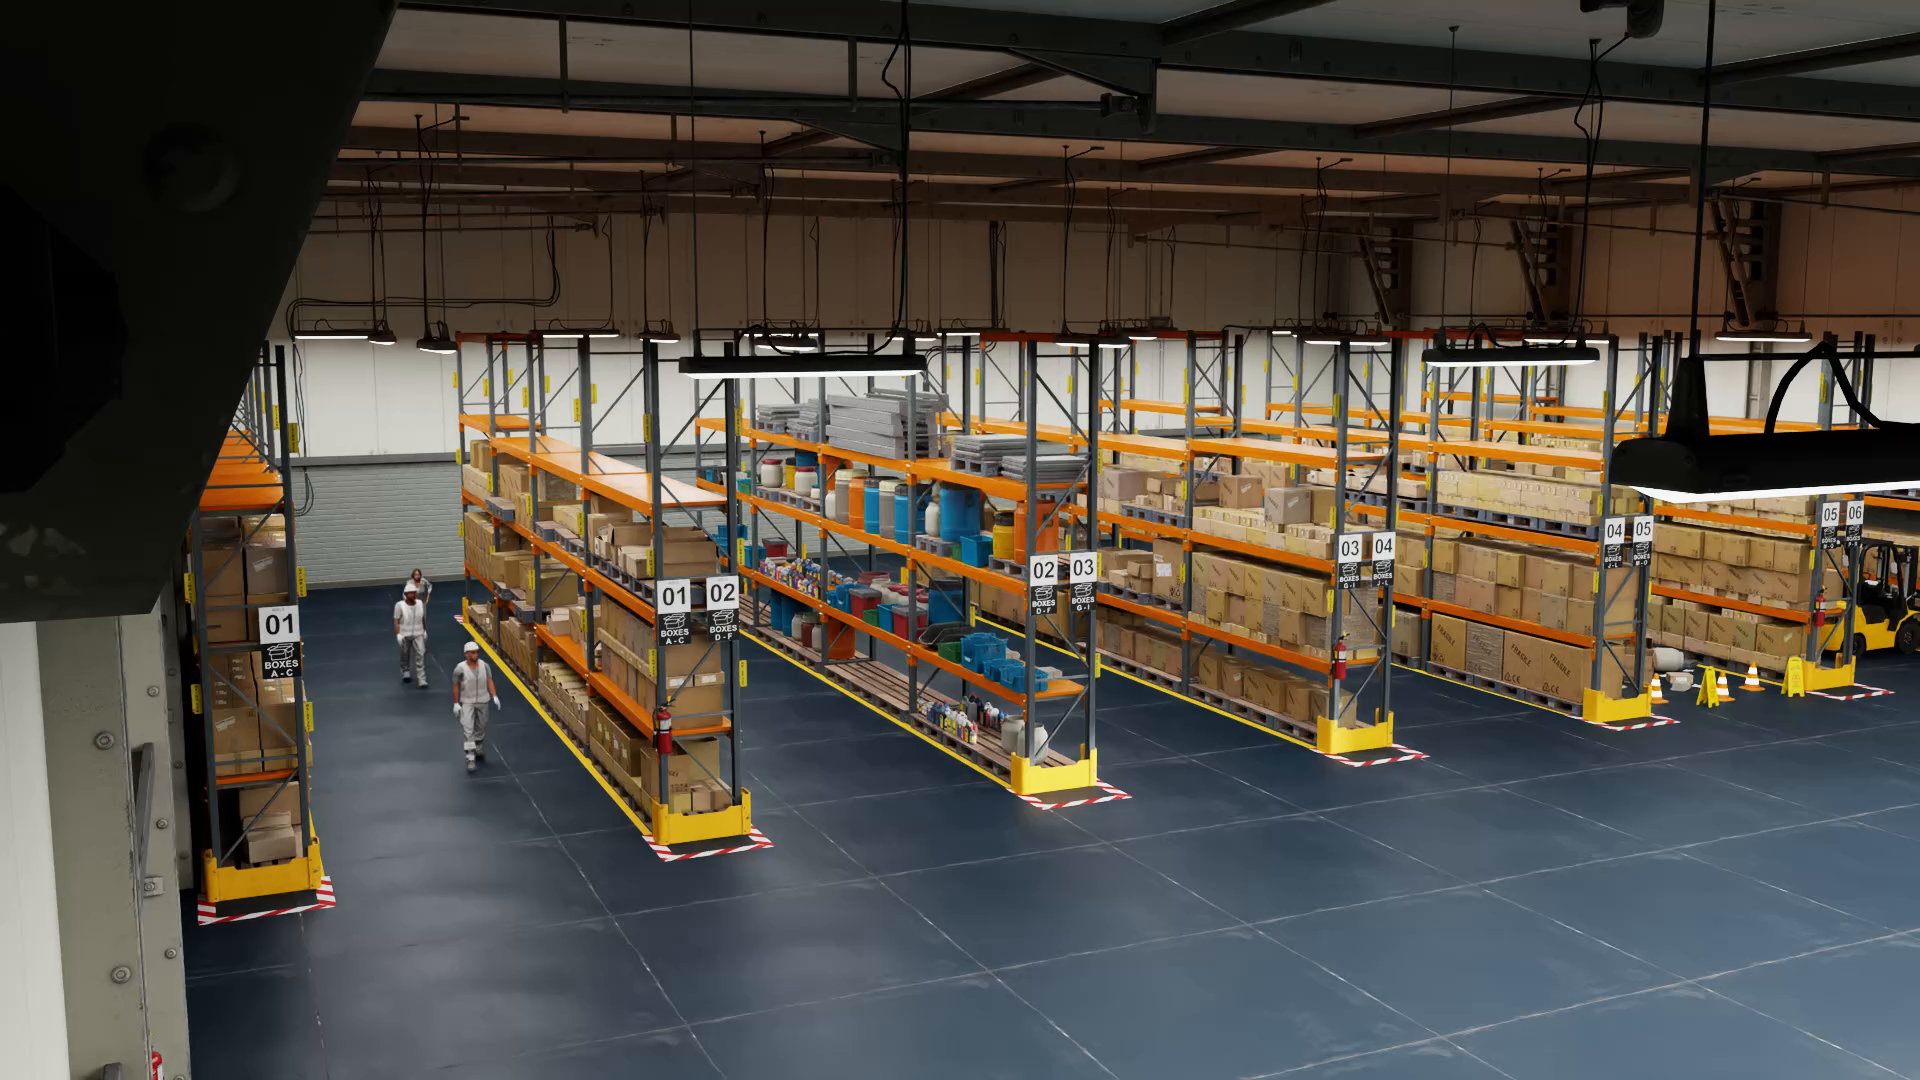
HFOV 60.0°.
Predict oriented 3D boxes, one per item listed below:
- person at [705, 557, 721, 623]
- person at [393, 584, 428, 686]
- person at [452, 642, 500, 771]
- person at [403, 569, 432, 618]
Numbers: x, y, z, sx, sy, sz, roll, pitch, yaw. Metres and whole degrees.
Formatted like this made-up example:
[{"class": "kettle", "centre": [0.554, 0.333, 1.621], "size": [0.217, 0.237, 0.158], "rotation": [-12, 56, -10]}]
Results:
[{"class": "person", "centre": [-5.244, 0.817, 34.523], "size": [0.539, 1.724, 1.071], "rotation": [1, 8, 5]}, {"class": "person", "centre": [-9.414, 1.623, 28.543], "size": [0.577, 1.727, 1.096], "rotation": [-4, 9, -27]}, {"class": "person", "centre": [-6.814, 2.289, 23.450], "size": [0.632, 1.718, 1.054], "rotation": [-4, 9, -25]}, {"class": "person", "centre": [-10.396, 1.270, 31.907], "size": [0.516, 1.514, 0.788], "rotation": [-2, 8, -13]}]
